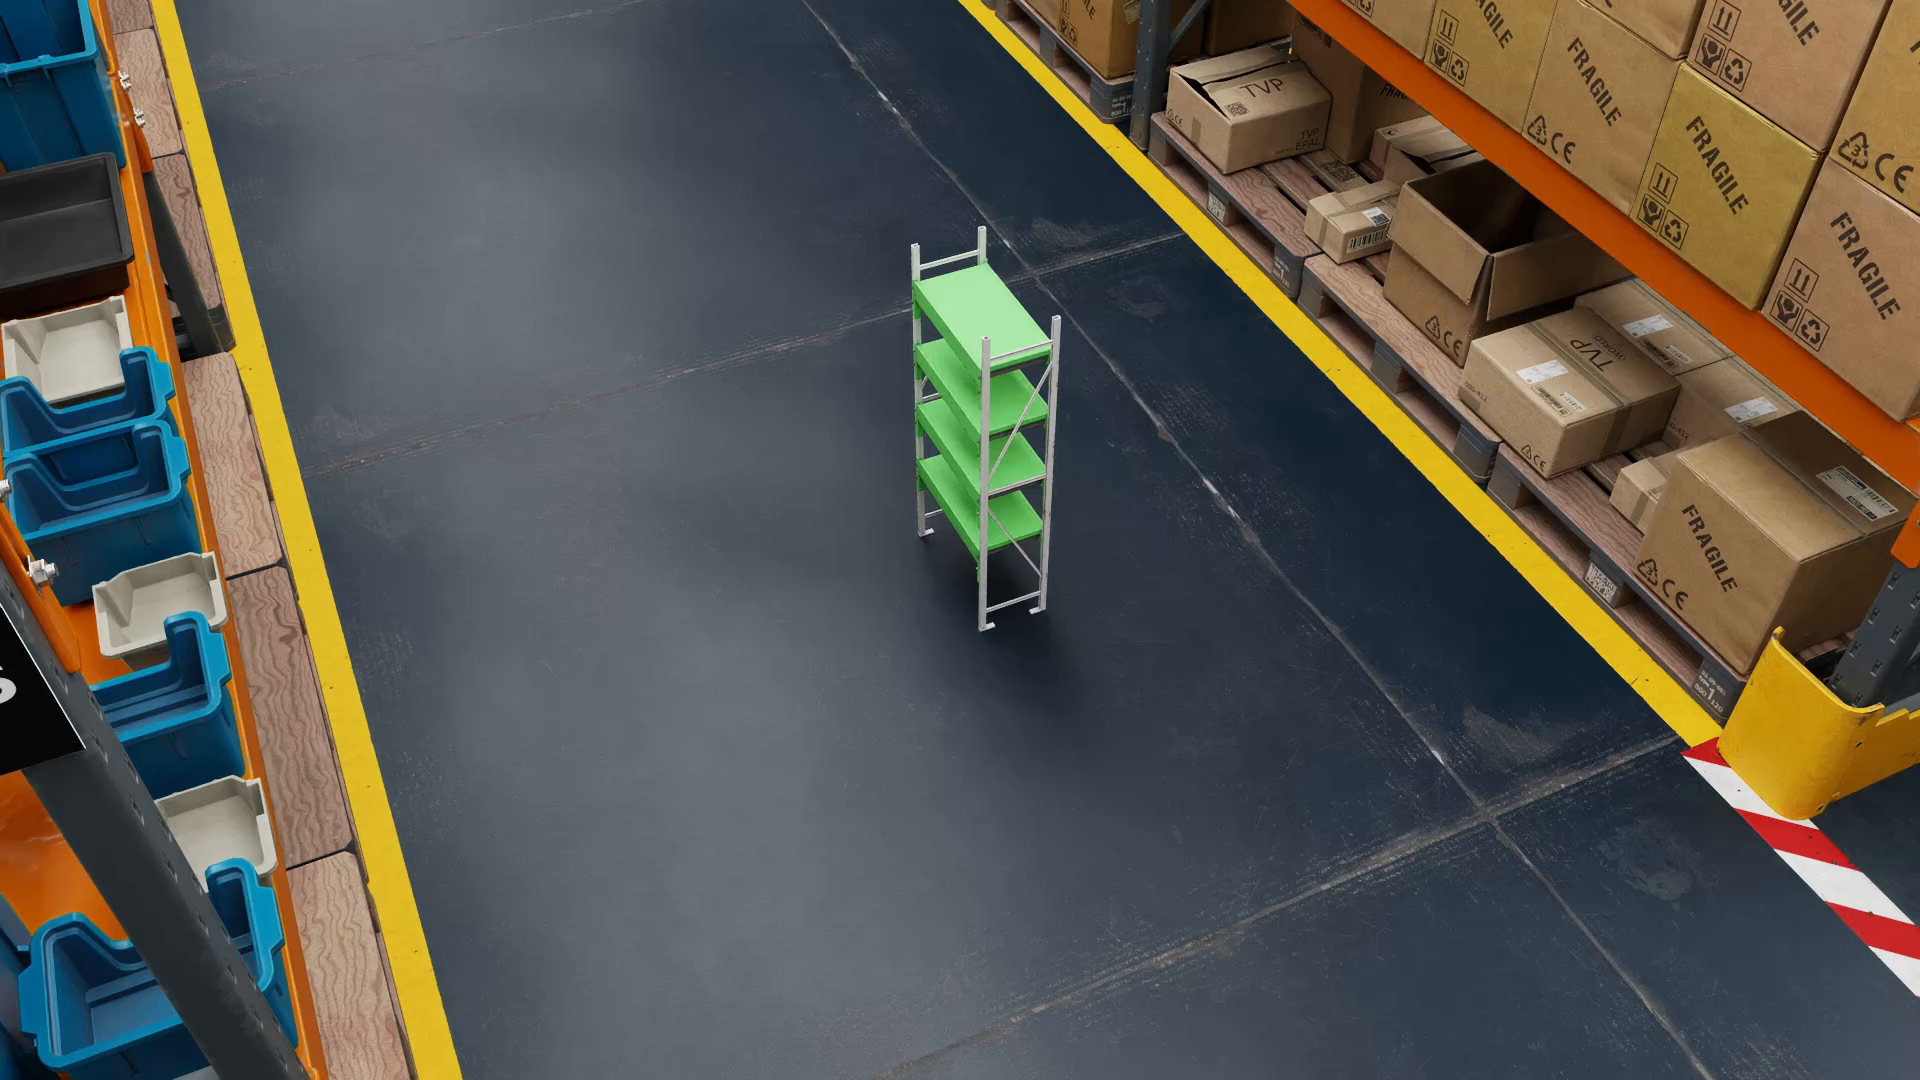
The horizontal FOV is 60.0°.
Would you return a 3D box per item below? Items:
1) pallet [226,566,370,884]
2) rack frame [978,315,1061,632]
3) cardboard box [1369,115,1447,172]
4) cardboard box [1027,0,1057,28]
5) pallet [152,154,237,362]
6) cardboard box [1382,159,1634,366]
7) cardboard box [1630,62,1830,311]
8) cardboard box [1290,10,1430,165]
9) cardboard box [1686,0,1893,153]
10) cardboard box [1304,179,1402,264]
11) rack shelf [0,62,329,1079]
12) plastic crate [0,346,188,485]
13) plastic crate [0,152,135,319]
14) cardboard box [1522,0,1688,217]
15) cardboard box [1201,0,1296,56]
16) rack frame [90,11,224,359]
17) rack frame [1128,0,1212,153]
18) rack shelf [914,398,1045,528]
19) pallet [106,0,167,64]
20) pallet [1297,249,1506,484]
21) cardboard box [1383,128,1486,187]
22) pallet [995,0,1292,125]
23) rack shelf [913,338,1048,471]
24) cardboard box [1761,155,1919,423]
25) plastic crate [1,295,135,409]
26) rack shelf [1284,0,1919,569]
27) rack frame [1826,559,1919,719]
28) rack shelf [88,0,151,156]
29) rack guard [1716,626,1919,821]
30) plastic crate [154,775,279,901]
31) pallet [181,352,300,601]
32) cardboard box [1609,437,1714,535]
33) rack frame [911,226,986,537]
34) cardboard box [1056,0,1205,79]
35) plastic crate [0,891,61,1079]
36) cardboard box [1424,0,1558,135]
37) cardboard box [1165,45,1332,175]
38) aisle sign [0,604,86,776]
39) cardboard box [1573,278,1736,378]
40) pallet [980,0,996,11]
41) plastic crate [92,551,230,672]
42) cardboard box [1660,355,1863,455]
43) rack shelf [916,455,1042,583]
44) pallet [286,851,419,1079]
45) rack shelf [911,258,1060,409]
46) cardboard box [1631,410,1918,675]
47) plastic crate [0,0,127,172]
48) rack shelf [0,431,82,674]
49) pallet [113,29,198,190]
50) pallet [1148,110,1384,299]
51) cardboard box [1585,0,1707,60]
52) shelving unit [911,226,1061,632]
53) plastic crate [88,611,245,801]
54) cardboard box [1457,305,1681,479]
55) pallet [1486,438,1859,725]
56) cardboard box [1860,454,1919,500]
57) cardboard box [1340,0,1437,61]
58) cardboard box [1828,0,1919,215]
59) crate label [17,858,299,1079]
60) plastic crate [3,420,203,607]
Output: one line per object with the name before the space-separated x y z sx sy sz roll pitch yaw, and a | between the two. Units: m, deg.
pallet | -2.384 0.683 4.908 1.003 0.211 1.213 -18 47 -17
rack frame | 0.172 -0.166 5.064 0.240 1.200 0.015 -18 47 -17
cardboard box | 1.960 -1.647 7.000 0.380 0.149 0.250 -18 47 -17
cardboard box | 0.583 -2.820 7.939 0.500 0.500 0.500 -18 47 -17
pallet | -3.531 -1.057 6.671 1.003 0.211 1.213 -18 47 -17
cardboard box | 2.046 -1.078 6.171 0.797 0.503 0.637 -18 47 -17
cardboard box | 2.276 -1.027 4.584 0.500 0.500 0.500 -18 47 -17
cardboard box | 1.748 -1.994 7.101 0.500 0.500 0.500 -18 47 -17
cardboard box | 2.283 -1.373 4.222 0.500 0.500 0.500 -17 47 -16
cardboard box | 1.604 -1.275 6.610 0.380 0.166 0.250 -18 47 -17
rack shelf | -2.404 -0.015 4.142 1.077 0.370 4.000 -18 47 -17
plastic crate | -2.048 -0.243 3.937 0.416 0.233 0.300 -18 47 -17
plastic crate | -2.530 -0.835 4.614 0.437 0.125 0.590 -18 47 -17
cardboard box | 2.071 -1.347 4.908 0.500 0.500 0.500 -18 47 -17
cardboard box | 1.269 -2.653 7.770 0.500 0.500 0.500 -20 48 -19
rack frame | -3.245 -1.546 5.181 1.000 3.000 0.127 -18 47 -17
rack frame | 1.251 -3.006 6.661 1.000 3.000 0.127 -18 47 -17
rack shelf | 0.070 -0.276 5.267 0.258 0.148 0.480 -18 47 -17
pallet | -4.557 -2.612 8.247 1.003 0.211 1.213 -18 47 -17
pallet | 2.056 -0.797 6.408 1.003 0.211 1.213 -18 47 -17
cardboard box | 2.063 -1.448 6.683 0.500 0.311 0.500 -18 47 -17
pallet | 0.875 -2.521 8.154 1.003 0.211 1.213 -18 47 -17
rack shelf | 0.070 -0.447 5.098 0.258 0.148 0.480 -18 47 -17
cardboard box | 2.498 -0.698 4.250 0.500 0.500 0.500 -17 47 -16
plastic crate | -2.240 -0.452 4.218 0.293 0.136 0.466 -18 47 -17
rack shelf | 2.092 -1.476 5.622 1.077 0.370 4.000 -18 47 -17
rack frame | 2.933 -0.457 4.078 1.000 3.000 0.127 -18 47 -17
rack shelf | -4.086 -2.564 6.725 1.077 0.370 4.000 -18 47 -17
rack guard | 2.901 0.384 5.005 1.175 0.500 0.348 -18 47 -17
plastic crate | -1.428 0.592 3.159 0.250 0.136 0.298 -18 47 -17
pallet | -2.900 -0.096 5.697 1.003 0.211 1.213 -18 47 -17
cardboard box | 2.392 -0.164 5.484 0.380 0.166 0.250 -18 47 -17
rack frame | -0.033 -0.477 5.379 0.240 1.200 0.015 -18 47 -17
cardboard box | 0.783 -2.503 7.617 0.500 0.500 0.500 -18 47 -18
plastic crate | -1.873 0.811 2.724 0.616 0.435 0.499 -18 47 -17
cardboard box | 1.860 -1.668 5.234 0.500 0.500 0.500 -19 48 -18
cardboard box | 1.231 -1.874 7.115 0.500 0.311 0.500 -18 47 -17
aisle sign | -1.263 0.036 1.727 0.394 0.787 0.004 -18 47 -17
cardboard box | 2.541 -0.702 5.971 0.500 0.250 0.500 -18 47 -17
pallet | 0.358 -3.299 8.943 1.003 0.211 1.213 -18 47 -17
plastic crate | -1.713 0.160 3.597 0.250 0.136 0.298 -18 47 -17
cardboard box | 2.751 -0.384 5.648 0.500 0.250 0.500 -18 47 -17
rack shelf | 0.070 -0.105 5.435 0.258 0.148 0.480 -18 47 -17
pallet | -1.874 1.459 4.121 1.003 0.211 1.213 -18 47 -17
rack shelf | 0.070 -0.618 4.929 0.258 0.148 0.480 -18 47 -17
cardboard box | 2.481 0.002 5.078 0.500 0.500 0.500 -18 47 -17
plastic crate | -2.739 -1.365 4.966 0.392 0.384 0.575 -18 47 -17
rack shelf | -2.404 -1.083 3.088 1.077 0.370 4.000 -18 47 -17
pallet | -4.048 -1.836 7.460 1.003 0.211 1.213 -18 47 -17
pallet | 1.539 -1.576 7.197 1.003 0.211 1.213 -18 47 -17
cardboard box | 2.061 -1.702 4.556 0.500 0.500 0.500 -17 47 -16
shelving unit | 0.070 -0.322 5.222 0.258 1.200 0.503 -18 47 -17
plastic crate | -1.645 0.368 3.318 0.416 0.233 0.300 -18 47 -17
cardboard box | 2.109 -0.523 5.789 0.500 0.250 0.500 -18 47 -17
pallet | 2.565 -0.021 5.621 1.003 0.211 1.213 -18 47 -17
cardboard box | 2.964 -0.133 5.453 0.380 0.166 0.250 -18 47 -17
cardboard box | 1.645 -1.992 5.562 0.500 0.500 0.500 -18 47 -18
cardboard box | 2.496 -1.051 3.896 0.500 0.500 0.500 -18 48 -18
crate label | -1.368 0.787 2.893 0.416 0.233 0.303 -18 47 -17
plastic crate | -1.922 -0.052 3.744 0.416 0.233 0.300 -18 47 -17
